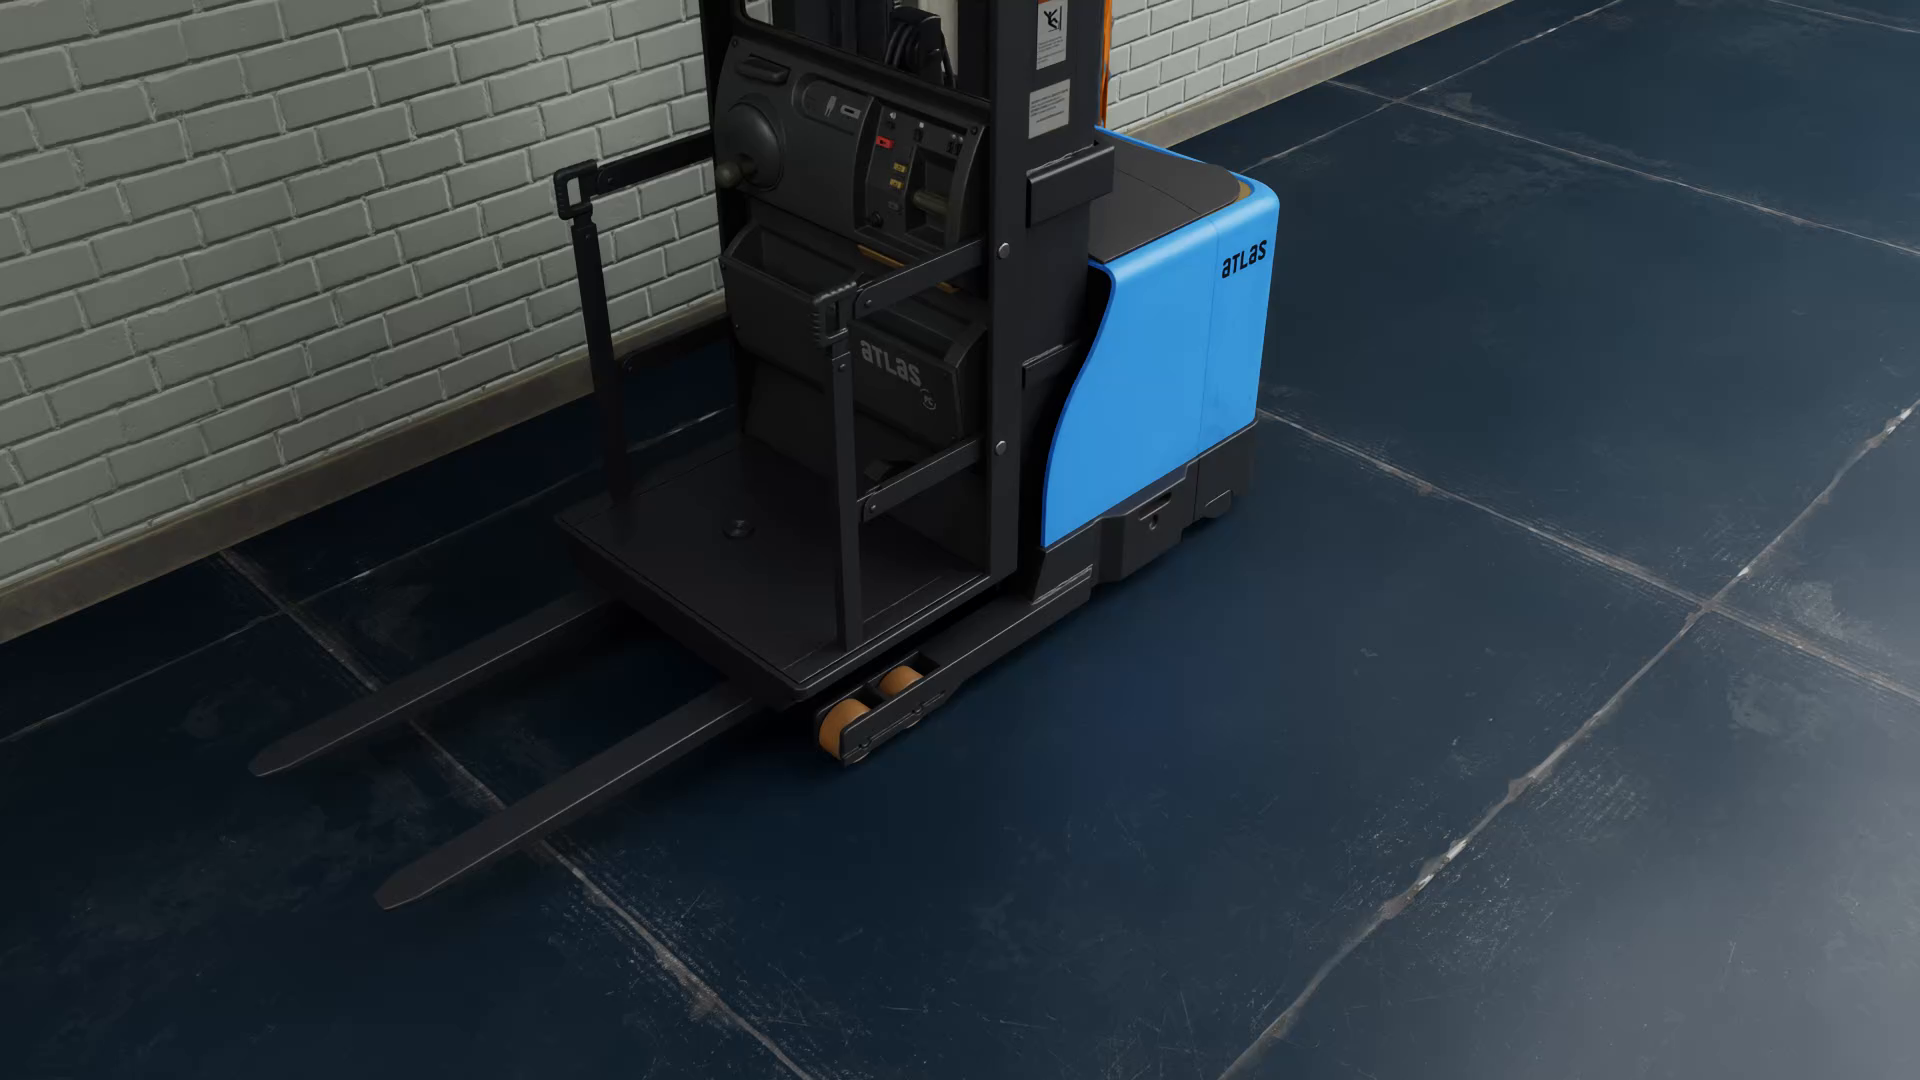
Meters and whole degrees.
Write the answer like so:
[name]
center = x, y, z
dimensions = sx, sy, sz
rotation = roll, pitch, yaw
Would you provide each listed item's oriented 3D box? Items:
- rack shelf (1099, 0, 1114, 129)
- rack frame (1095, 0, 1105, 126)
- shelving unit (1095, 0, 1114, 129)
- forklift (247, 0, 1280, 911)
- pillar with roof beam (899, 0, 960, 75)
[rack shelf]
center = 0.290, -1.552, 5.663
dimensions = 0.431, 0.518, 0.480
rotation = 4, 35, 6
[rack frame]
center = 0.259, -1.424, 5.457
dimensions = 0.400, 2.100, 0.015
rotation = 4, 35, 6
[shelving unit]
center = 0.290, -1.563, 5.655
dimensions = 0.431, 2.100, 0.503
rotation = 4, 35, 6
[forklift]
center = -0.444, -0.947, 4.045
dimensions = 1.130, 2.935, 3.031
rotation = 30, 45, 35
[pillar with roof beam]
center = 2.936, -3.092, 1.818
dimensions = 9.100, 9.000, 0.400
rotation = 30, 45, 35
